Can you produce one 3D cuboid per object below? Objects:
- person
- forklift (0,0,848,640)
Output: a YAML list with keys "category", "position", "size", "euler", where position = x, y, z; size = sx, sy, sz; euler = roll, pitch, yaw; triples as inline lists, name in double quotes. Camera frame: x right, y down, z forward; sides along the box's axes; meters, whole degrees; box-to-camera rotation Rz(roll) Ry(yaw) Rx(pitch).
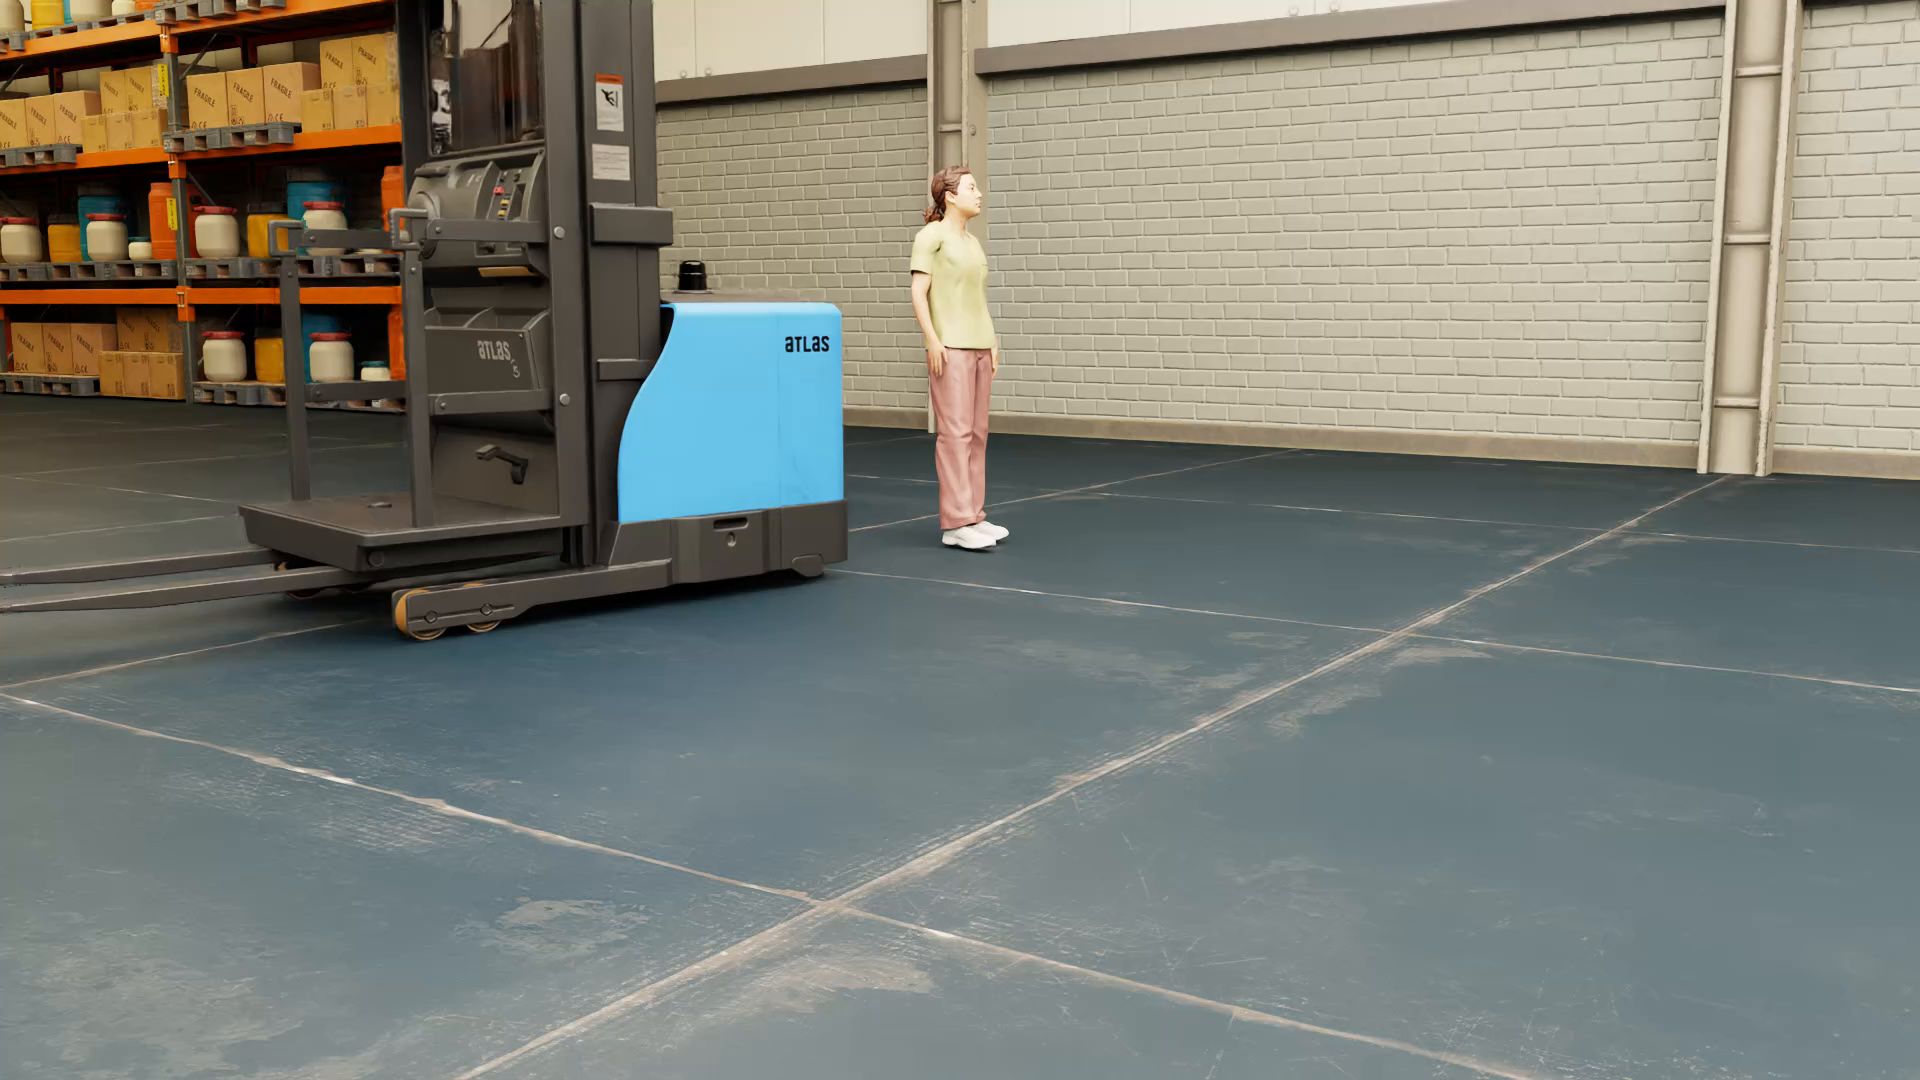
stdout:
- category: "person"
  position: [0.055, -0.830, 7.435]
  size: [0.549, 1.675, 0.555]
  euler: [5, 10, 34]
- category: "forklift"
  position: [-1.863, -1.211, 5.707]
  size: [3.031, 2.935, 1.130]
  euler: [-7, 11, -42]
